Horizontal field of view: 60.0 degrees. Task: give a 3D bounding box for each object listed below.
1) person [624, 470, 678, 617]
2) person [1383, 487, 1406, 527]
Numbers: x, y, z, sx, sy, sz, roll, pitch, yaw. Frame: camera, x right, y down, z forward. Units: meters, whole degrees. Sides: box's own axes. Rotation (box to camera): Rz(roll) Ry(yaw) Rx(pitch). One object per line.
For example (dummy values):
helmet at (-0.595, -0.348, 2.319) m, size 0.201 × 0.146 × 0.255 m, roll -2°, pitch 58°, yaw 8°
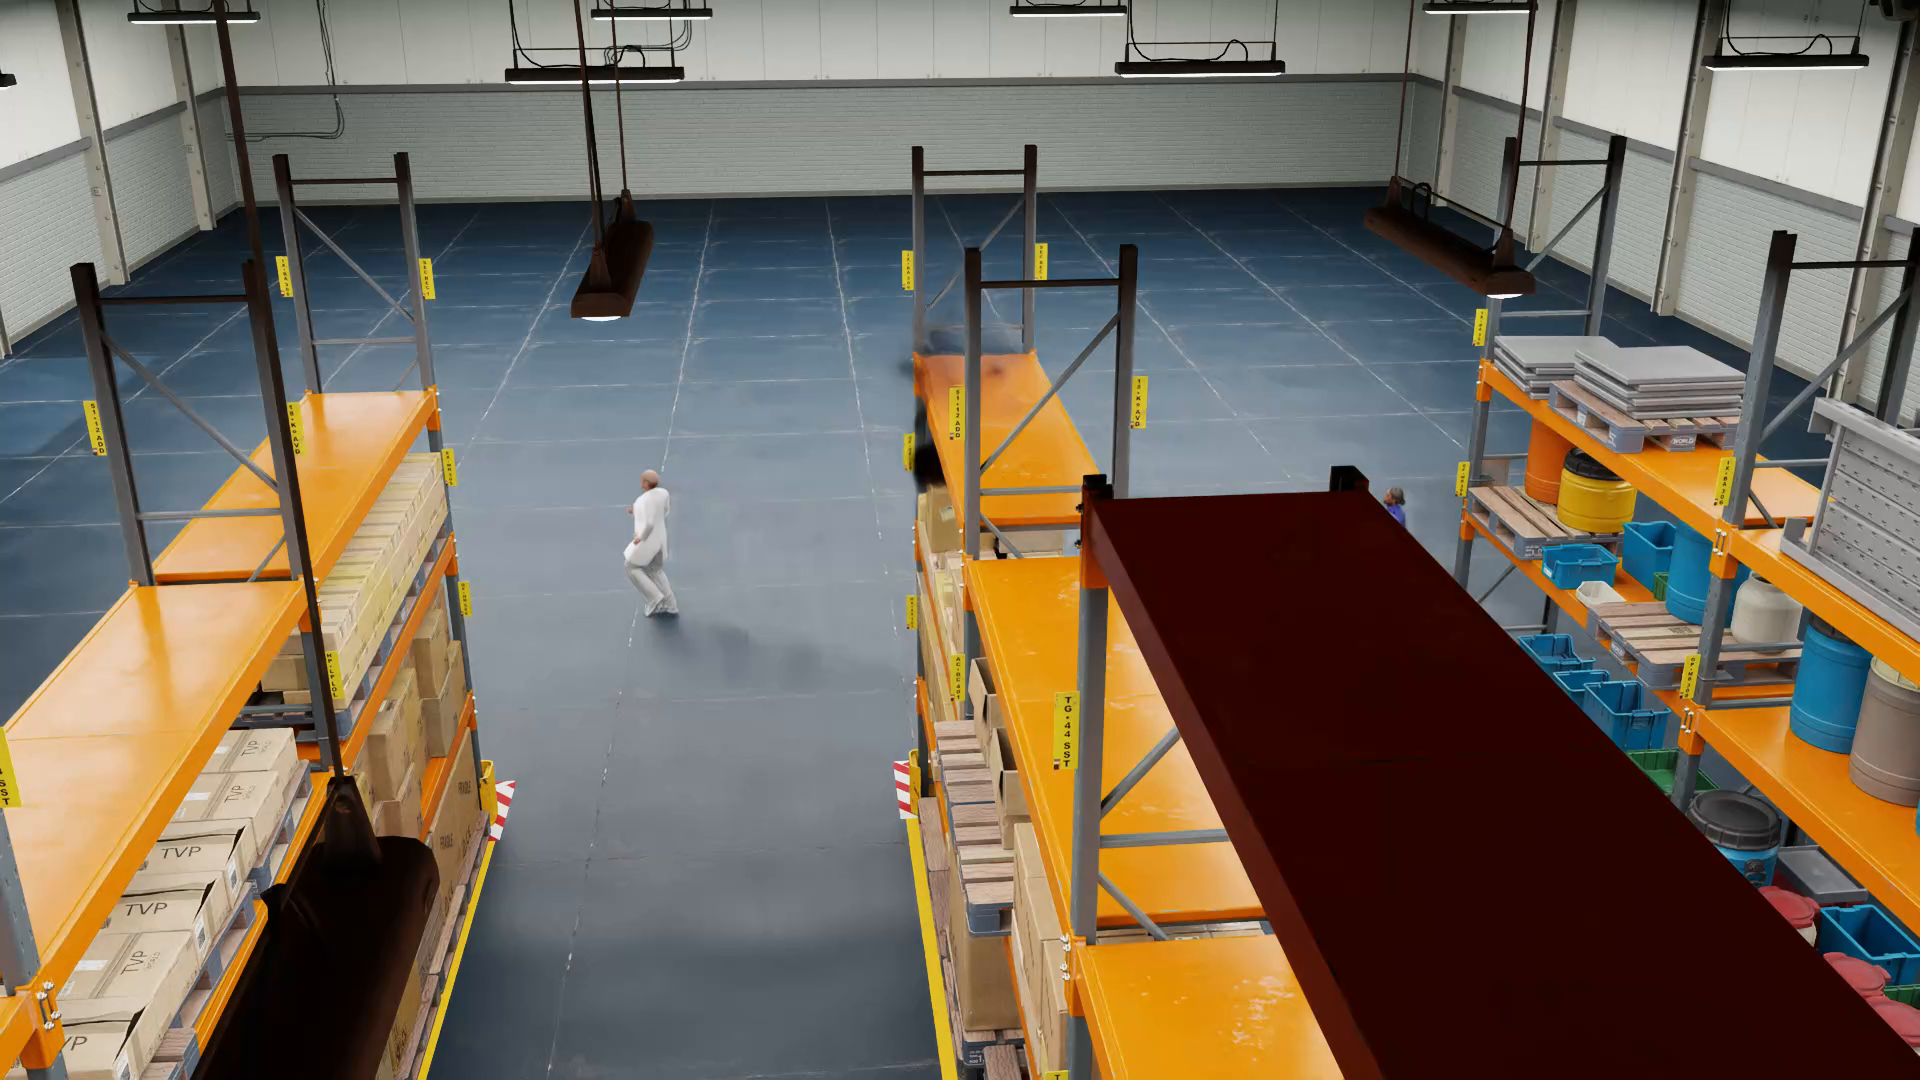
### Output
person at (-3.616, 0.030, 19.190) m, size 0.695 × 1.776 × 0.691 m, roll 10°, pitch 24°, yaw 24°
person at (4.909, 0.143, 19.109) m, size 0.561 × 1.603 × 0.574 m, roll 6°, pitch 22°, yaw 14°
